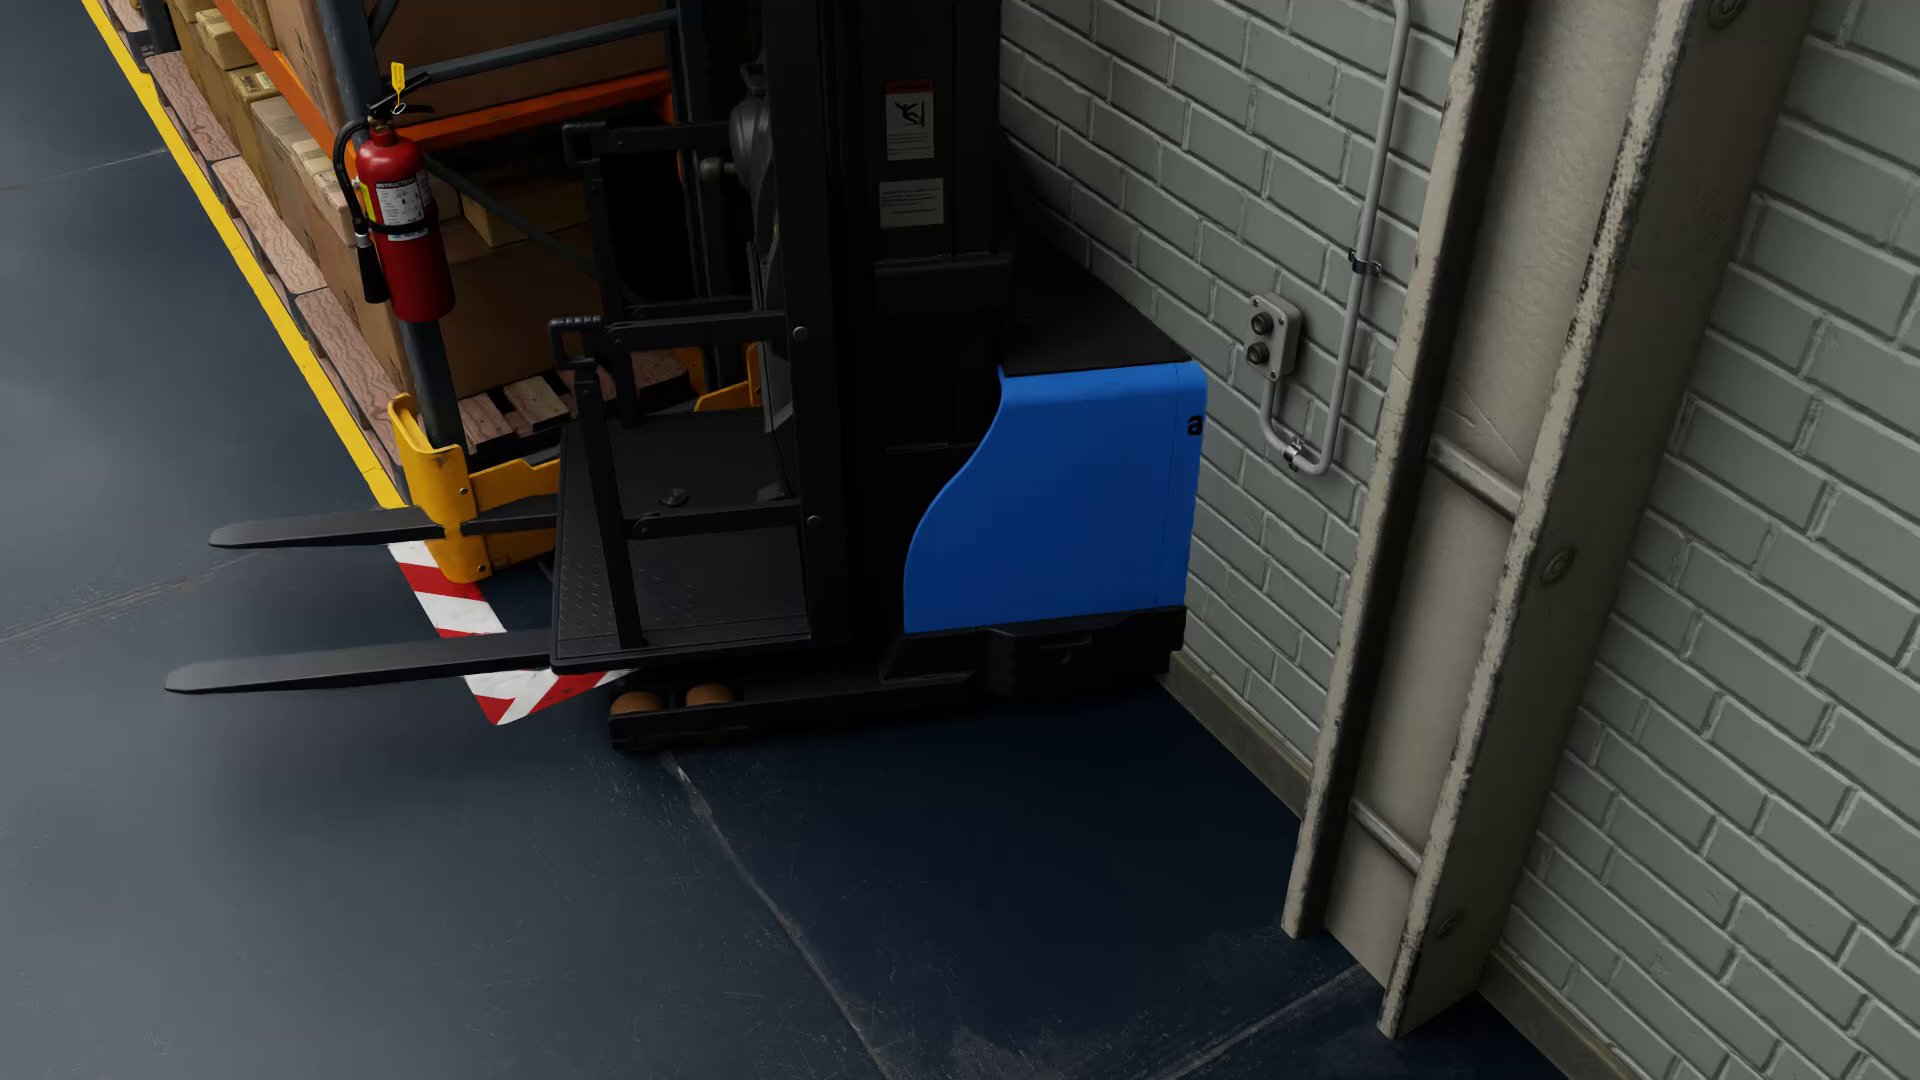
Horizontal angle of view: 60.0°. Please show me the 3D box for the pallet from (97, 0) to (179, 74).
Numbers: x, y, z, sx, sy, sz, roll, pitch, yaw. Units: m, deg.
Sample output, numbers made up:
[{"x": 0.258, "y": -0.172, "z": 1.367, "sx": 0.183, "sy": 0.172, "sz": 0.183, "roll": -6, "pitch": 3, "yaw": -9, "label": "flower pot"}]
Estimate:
[{"x": -3.786, "y": -2.787, "z": 8.429, "sx": 1.003, "sy": 0.211, "sz": 1.213, "roll": -22, "pitch": 45, "yaw": -24, "label": "pallet"}]

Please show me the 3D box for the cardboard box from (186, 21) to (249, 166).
[{"x": -2.724, "y": -1.957, "z": 6.880, "sx": 0.700, "sy": 0.500, "sz": 0.500, "roll": -23, "pitch": 45, "yaw": -25, "label": "cardboard box"}]

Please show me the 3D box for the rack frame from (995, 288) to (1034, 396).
[{"x": 0.179, "y": -0.149, "z": 4.514, "sx": 0.500, "sy": 1.125, "sz": 0.032, "roll": -3, "pitch": 33, "yaw": -35, "label": "rack frame"}]

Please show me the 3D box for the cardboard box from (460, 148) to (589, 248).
[{"x": -1.381, "y": -1.103, "z": 5.349, "sx": 0.380, "sy": 0.149, "sz": 0.250, "roll": -22, "pitch": 45, "yaw": -24, "label": "cardboard box"}]

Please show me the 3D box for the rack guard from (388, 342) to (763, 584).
[{"x": -1.144, "y": -0.335, "z": 5.262, "sx": 1.175, "sy": 0.500, "sz": 0.348, "roll": -22, "pitch": 45, "yaw": -24, "label": "rack guard"}]

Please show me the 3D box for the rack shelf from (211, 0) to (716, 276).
[{"x": -2.232, "y": -2.111, "z": 6.003, "sx": 1.077, "sy": 0.370, "sz": 4.000, "roll": -22, "pitch": 45, "yaw": -24, "label": "rack shelf"}]

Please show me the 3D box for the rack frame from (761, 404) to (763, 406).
[{"x": -0.332, "y": -0.678, "z": 5.216, "sx": 0.500, "sy": 1.125, "sz": 0.032, "roll": -3, "pitch": 33, "yaw": -35, "label": "rack frame"}]

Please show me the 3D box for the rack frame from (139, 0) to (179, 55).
[{"x": -3.307, "y": -3.467, "z": 7.068, "sx": 1.000, "sy": 3.000, "sz": 0.127, "roll": -22, "pitch": 45, "yaw": -24, "label": "rack frame"}]

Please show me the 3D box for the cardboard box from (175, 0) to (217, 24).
[{"x": -2.961, "y": -2.231, "z": 6.702, "sx": 0.380, "sy": 0.149, "sz": 0.250, "roll": -21, "pitch": 44, "yaw": -23, "label": "cardboard box"}]

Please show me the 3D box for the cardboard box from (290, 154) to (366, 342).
[{"x": -1.886, "y": -1.123, "z": 5.879, "sx": 0.700, "sy": 0.500, "sz": 0.500, "roll": -22, "pitch": 45, "yaw": -25, "label": "cardboard box"}]

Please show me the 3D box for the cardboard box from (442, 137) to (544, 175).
[{"x": -1.654, "y": -1.377, "z": 5.677, "sx": 0.380, "sy": 0.149, "sz": 0.250, "roll": -22, "pitch": 45, "yaw": -24, "label": "cardboard box"}]

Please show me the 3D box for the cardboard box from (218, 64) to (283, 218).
[{"x": -2.450, "y": -1.679, "z": 6.547, "sx": 0.700, "sy": 0.500, "sz": 0.500, "roll": -21, "pitch": 44, "yaw": -23, "label": "cardboard box"}]

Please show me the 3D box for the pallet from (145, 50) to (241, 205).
[{"x": -2.964, "y": -1.959, "z": 7.436, "sx": 1.003, "sy": 0.211, "sz": 1.213, "roll": -22, "pitch": 45, "yaw": -24, "label": "pallet"}]

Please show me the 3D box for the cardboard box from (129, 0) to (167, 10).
[{"x": -3.766, "y": -3.109, "z": 7.989, "sx": 0.750, "sy": 0.750, "sz": 0.750, "roll": -22, "pitch": 44, "yaw": -24, "label": "cardboard box"}]

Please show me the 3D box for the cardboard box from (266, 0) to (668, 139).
[{"x": -1.439, "y": -1.695, "z": 4.707, "sx": 0.980, "sy": 0.700, "sz": 0.700, "roll": -20, "pitch": 44, "yaw": -23, "label": "cardboard box"}]

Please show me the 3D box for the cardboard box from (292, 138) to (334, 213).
[{"x": -1.978, "y": -1.246, "z": 5.520, "sx": 0.380, "sy": 0.149, "sz": 0.250, "roll": -21, "pitch": 44, "yaw": -23, "label": "cardboard box"}]

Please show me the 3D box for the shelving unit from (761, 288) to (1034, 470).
[{"x": -0.076, "y": -0.414, "z": 4.865, "sx": 0.538, "sy": 1.125, "sz": 1.048, "roll": -3, "pitch": 33, "yaw": -35, "label": "shelving unit"}]

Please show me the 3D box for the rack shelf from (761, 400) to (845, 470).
[{"x": -0.141, "y": -0.205, "z": 4.974, "sx": 0.538, "sy": 0.278, "sz": 1.000, "roll": -3, "pitch": 33, "yaw": -35, "label": "rack shelf"}]

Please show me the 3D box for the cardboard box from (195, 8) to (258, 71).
[{"x": -2.680, "y": -1.949, "z": 6.364, "sx": 0.380, "sy": 0.149, "sz": 0.250, "roll": -23, "pitch": 45, "yaw": -26, "label": "cardboard box"}]

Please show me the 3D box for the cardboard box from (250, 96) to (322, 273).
[{"x": -2.157, "y": -1.394, "z": 6.204, "sx": 0.700, "sy": 0.500, "sz": 0.500, "roll": -24, "pitch": 45, "yaw": -26, "label": "cardboard box"}]

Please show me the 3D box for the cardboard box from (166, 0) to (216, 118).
[{"x": -2.992, "y": -2.229, "z": 7.207, "sx": 0.700, "sy": 0.500, "sz": 0.500, "roll": -22, "pitch": 44, "yaw": -24, "label": "cardboard box"}]

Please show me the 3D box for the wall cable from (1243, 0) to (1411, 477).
[{"x": 0.330, "y": -1.333, "z": 3.713, "sx": 0.084, "sy": 1.984, "sz": 1.851, "roll": -22, "pitch": 45, "yaw": -24, "label": "wall cable"}]

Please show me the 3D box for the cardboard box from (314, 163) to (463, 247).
[{"x": -1.840, "y": -1.109, "z": 5.355, "sx": 0.380, "sy": 0.149, "sz": 0.250, "roll": -23, "pitch": 45, "yaw": -25, "label": "cardboard box"}]

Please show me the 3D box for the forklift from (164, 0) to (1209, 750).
[{"x": -0.673, "y": -0.914, "z": 4.058, "sx": 3.031, "sy": 2.935, "sz": 1.130, "roll": -6, "pitch": 40, "yaw": -7, "label": "forklift"}]

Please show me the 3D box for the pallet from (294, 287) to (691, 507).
[{"x": -1.652, "y": -0.642, "z": 5.855, "sx": 1.003, "sy": 0.211, "sz": 1.213, "roll": -22, "pitch": 45, "yaw": -24, "label": "pallet"}]

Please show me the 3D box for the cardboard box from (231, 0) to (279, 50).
[{"x": -1.840, "y": -2.084, "z": 5.174, "sx": 0.980, "sy": 0.700, "sz": 0.700, "roll": -23, "pitch": 45, "yaw": -25, "label": "cardboard box"}]

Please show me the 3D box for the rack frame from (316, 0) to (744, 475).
[{"x": -1.156, "y": -1.308, "z": 4.477, "sx": 1.000, "sy": 3.000, "sz": 0.127, "roll": -22, "pitch": 45, "yaw": -24, "label": "rack frame"}]

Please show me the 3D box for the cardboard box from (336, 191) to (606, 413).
[{"x": -1.617, "y": -0.853, "z": 5.555, "sx": 0.700, "sy": 0.500, "sz": 0.500, "roll": -22, "pitch": 45, "yaw": -24, "label": "cardboard box"}]

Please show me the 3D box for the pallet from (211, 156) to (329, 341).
[{"x": -2.304, "y": -1.300, "z": 6.645, "sx": 1.003, "sy": 0.211, "sz": 1.213, "roll": -22, "pitch": 45, "yaw": -24, "label": "pallet"}]

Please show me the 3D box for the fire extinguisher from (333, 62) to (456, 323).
[{"x": -1.464, "y": -0.895, "z": 4.333, "sx": 0.296, "sy": 0.674, "sz": 0.183, "roll": -22, "pitch": 45, "yaw": -24, "label": "fire extinguisher"}]
